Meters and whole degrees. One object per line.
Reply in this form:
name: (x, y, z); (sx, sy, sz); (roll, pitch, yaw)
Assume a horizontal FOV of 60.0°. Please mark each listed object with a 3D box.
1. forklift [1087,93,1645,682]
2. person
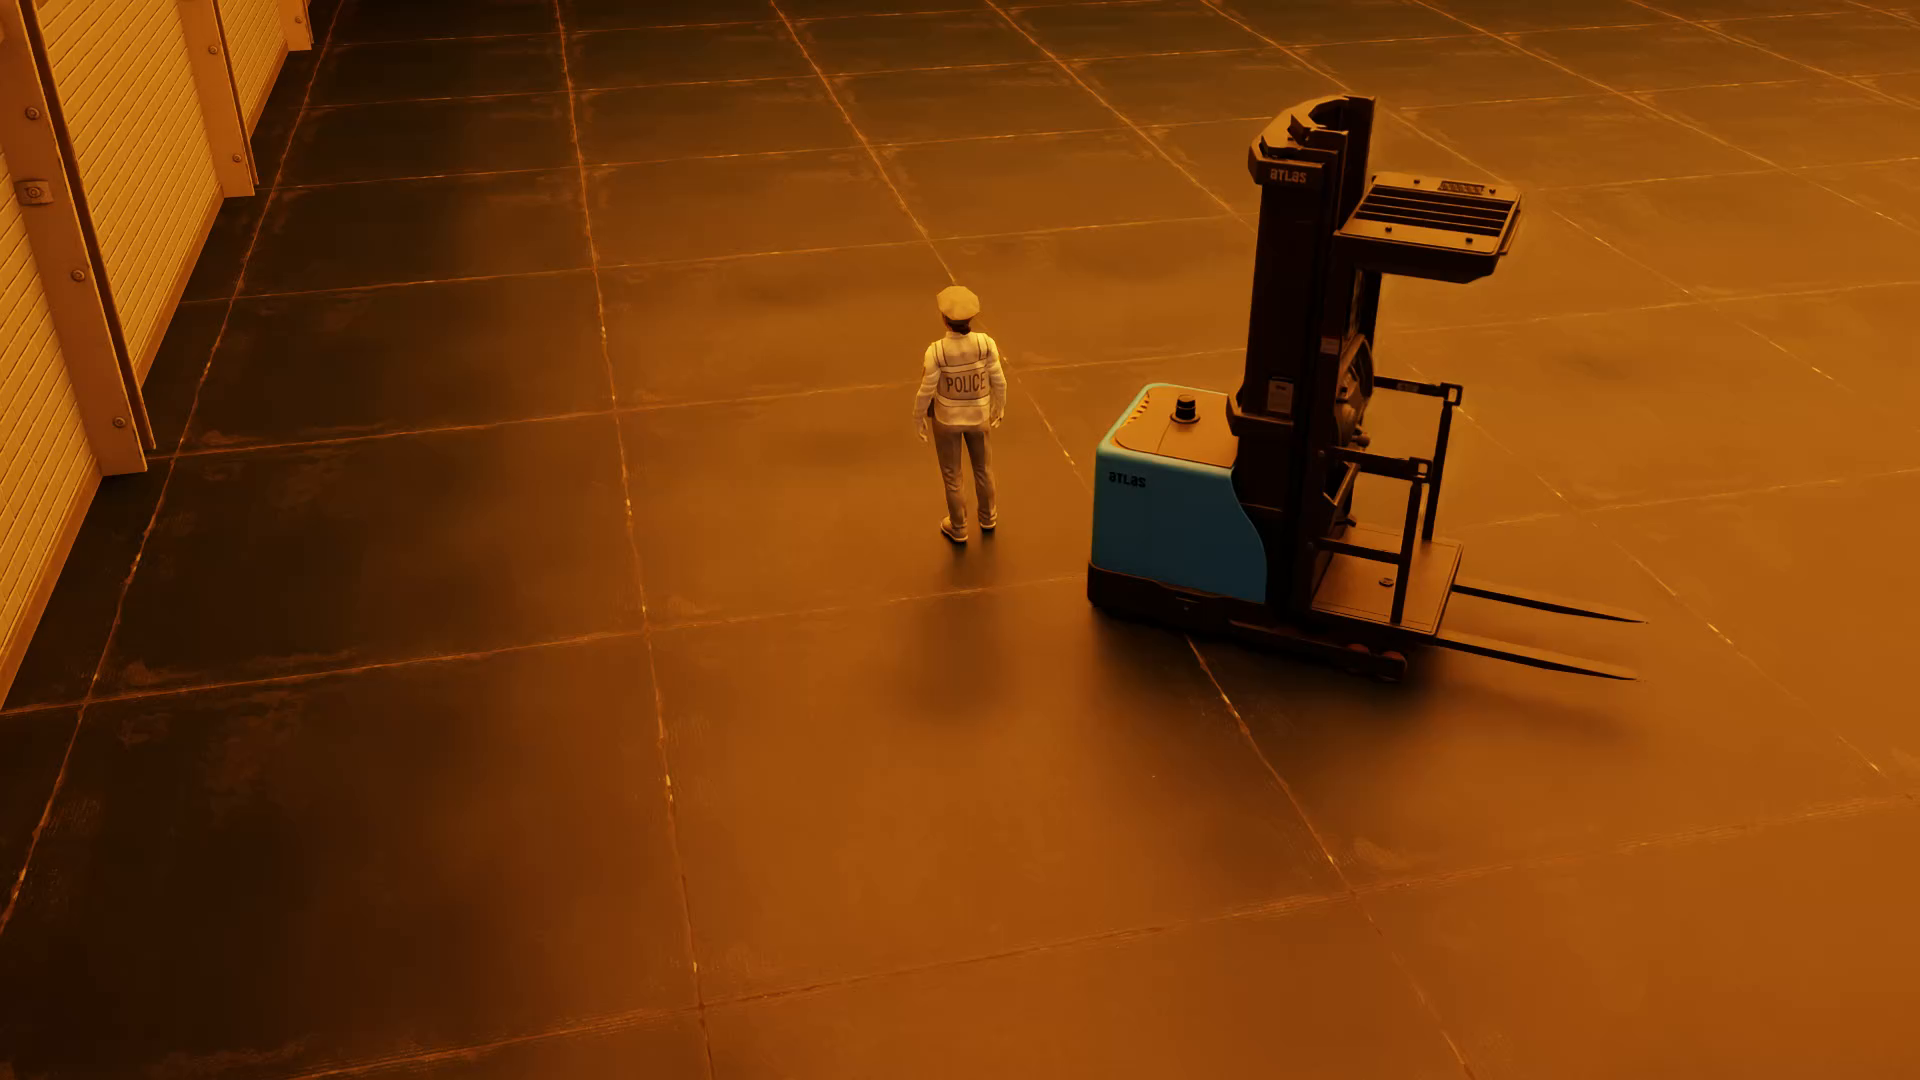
forklift: (2.312, -0.791, 8.941); (3.031, 2.935, 1.130); (12, 32, 20)
person: (-0.010, -0.773, 10.131); (0.588, 1.695, 0.531); (-7, 31, -12)
